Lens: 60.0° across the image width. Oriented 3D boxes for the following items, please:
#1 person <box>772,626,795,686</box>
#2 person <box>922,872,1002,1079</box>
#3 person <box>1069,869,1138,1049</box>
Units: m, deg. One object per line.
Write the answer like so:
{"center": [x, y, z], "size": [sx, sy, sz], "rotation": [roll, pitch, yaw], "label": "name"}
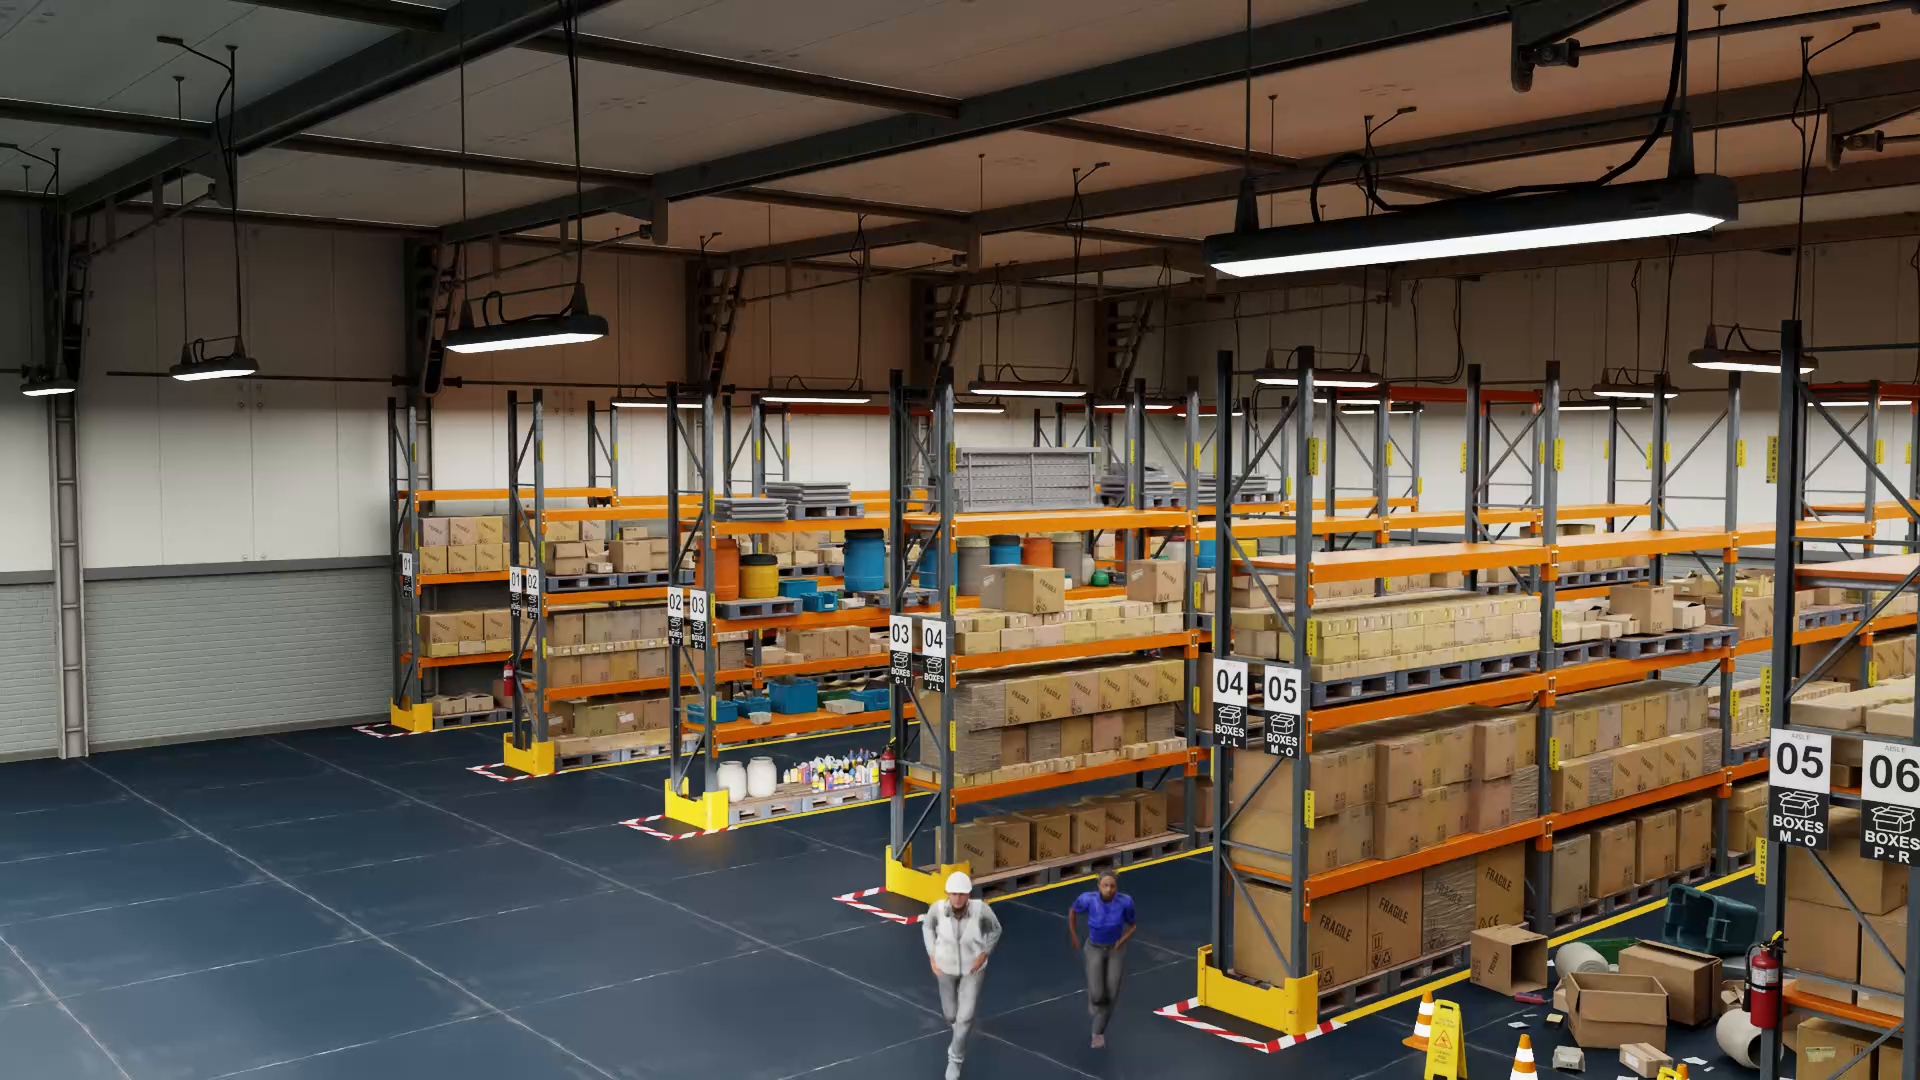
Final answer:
{"center": [-3.487, 2.422, 32.984], "size": [0.565, 1.695, 0.765], "rotation": [2, 4, 34], "label": "person"}
{"center": [0.018, 3.529, 13.769], "size": [0.660, 1.725, 0.908], "rotation": [0, 3, 1], "label": "person"}
{"center": [1.228, 3.561, 14.227], "size": [0.563, 1.586, 0.692], "rotation": [0, 3, -4], "label": "person"}
